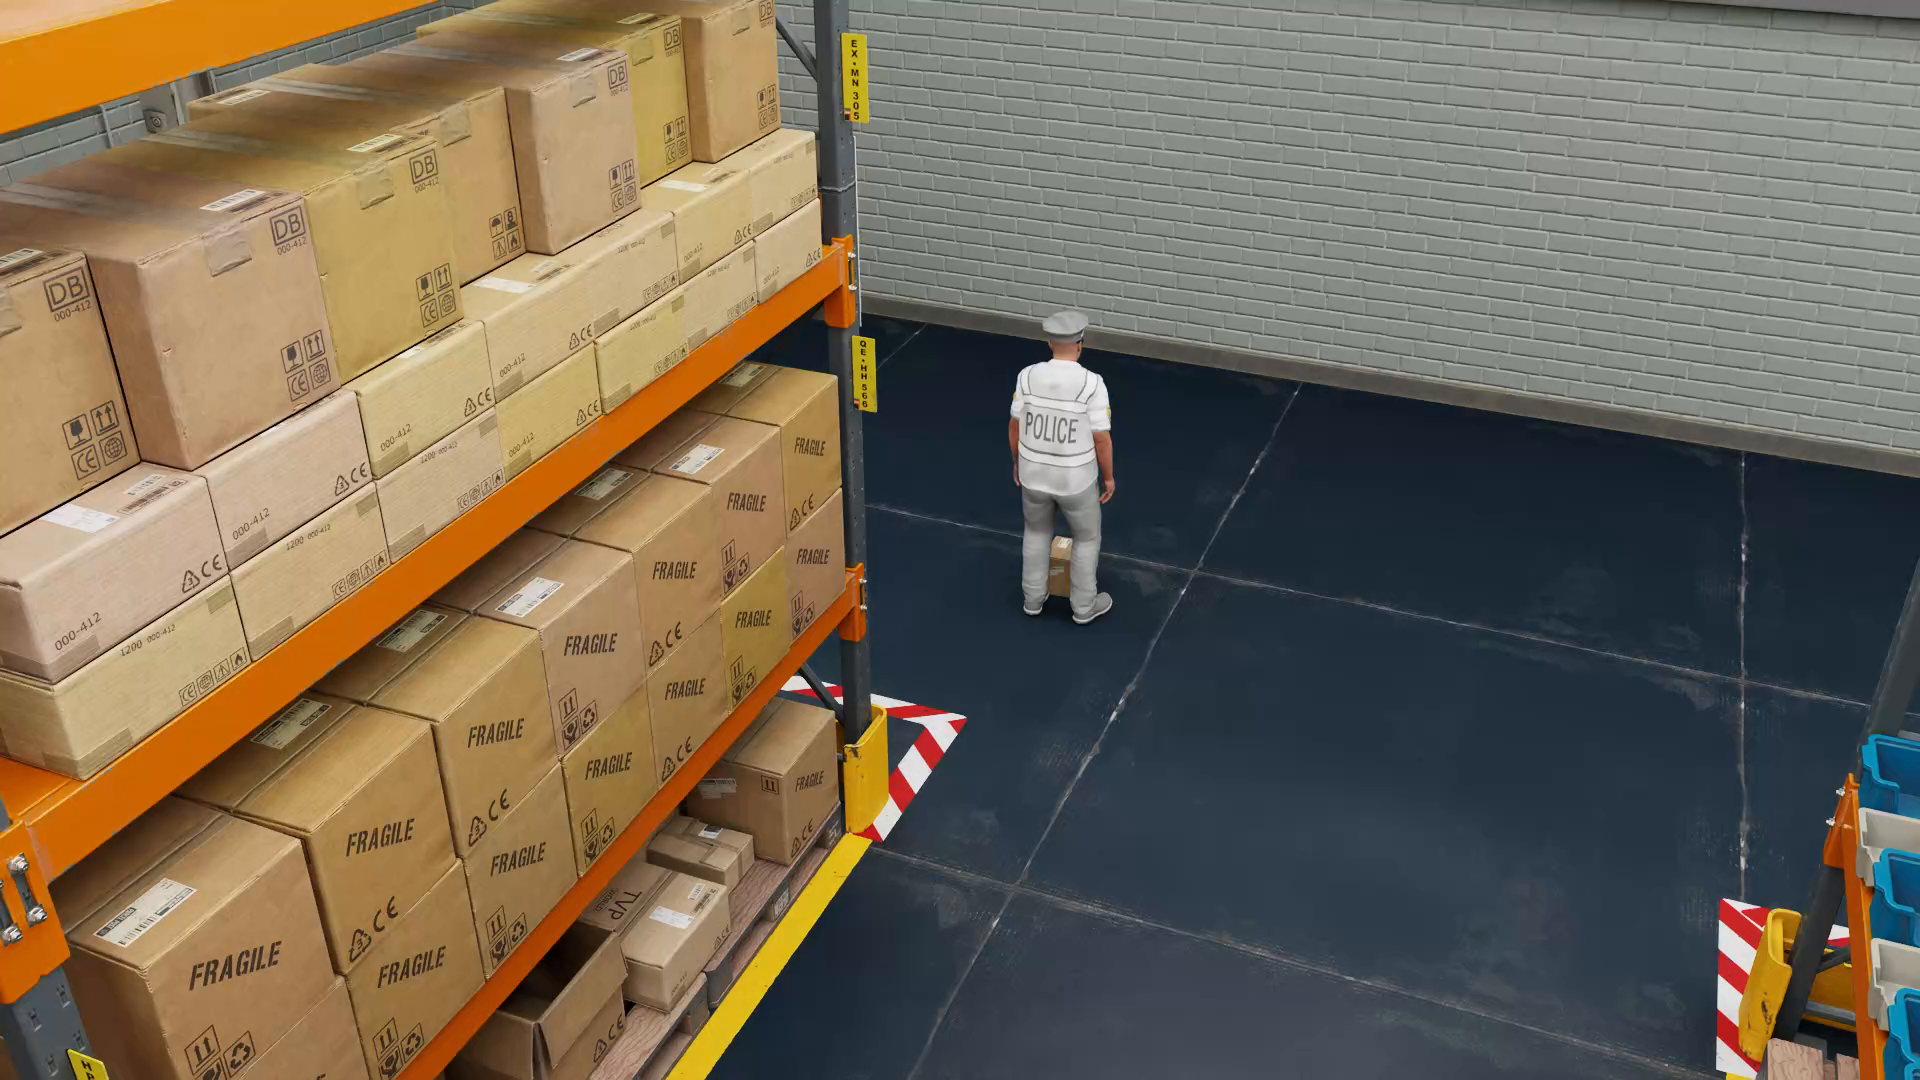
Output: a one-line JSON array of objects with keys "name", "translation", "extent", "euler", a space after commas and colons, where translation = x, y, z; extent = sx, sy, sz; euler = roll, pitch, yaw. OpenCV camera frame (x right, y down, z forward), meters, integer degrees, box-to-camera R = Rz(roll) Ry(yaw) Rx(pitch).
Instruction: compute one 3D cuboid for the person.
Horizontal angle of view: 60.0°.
[{"name": "person", "translation": [0.546, -0.361, 9.030], "extent": [0.587, 1.748, 0.438], "euler": [11, 31, 19]}]
